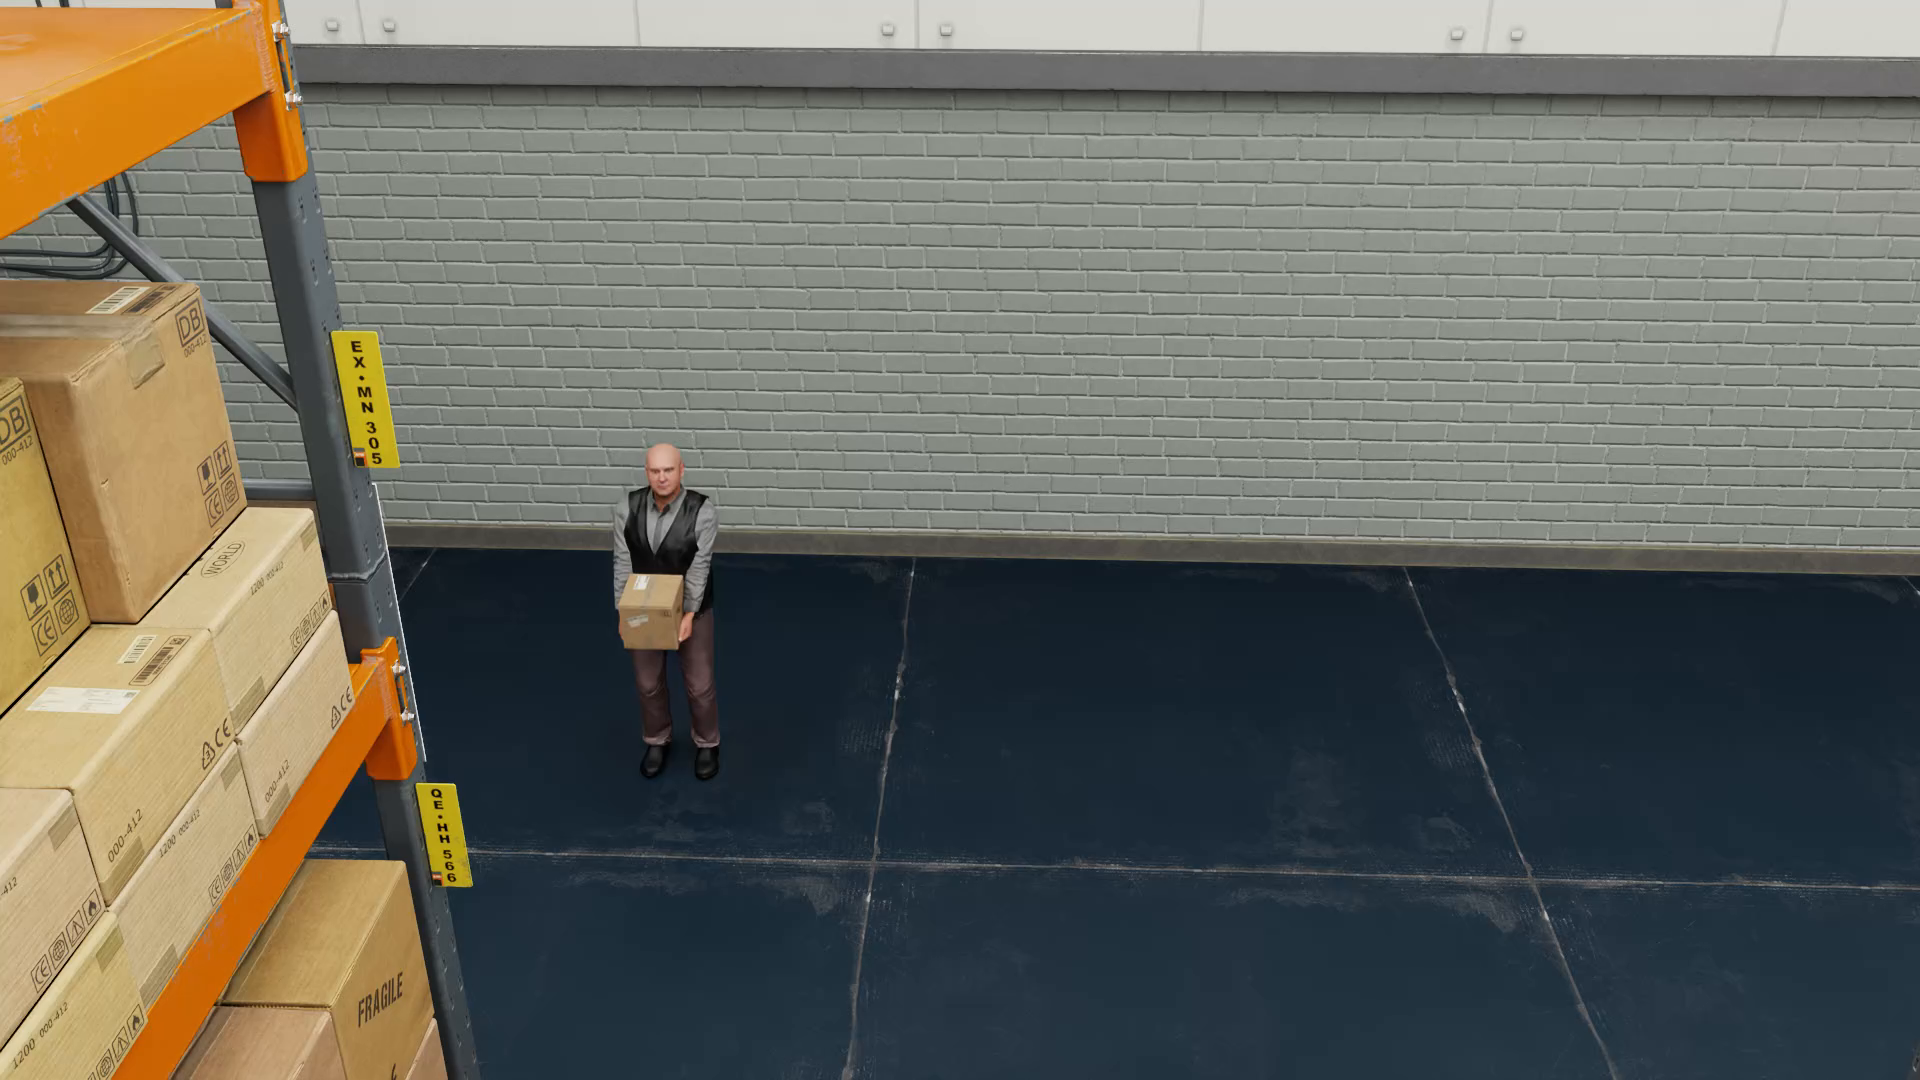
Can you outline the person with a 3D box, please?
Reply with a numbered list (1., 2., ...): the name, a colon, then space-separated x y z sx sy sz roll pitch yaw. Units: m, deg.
1. person: -1.385 0.389 7.919 0.494 1.712 0.549 2 28 3
